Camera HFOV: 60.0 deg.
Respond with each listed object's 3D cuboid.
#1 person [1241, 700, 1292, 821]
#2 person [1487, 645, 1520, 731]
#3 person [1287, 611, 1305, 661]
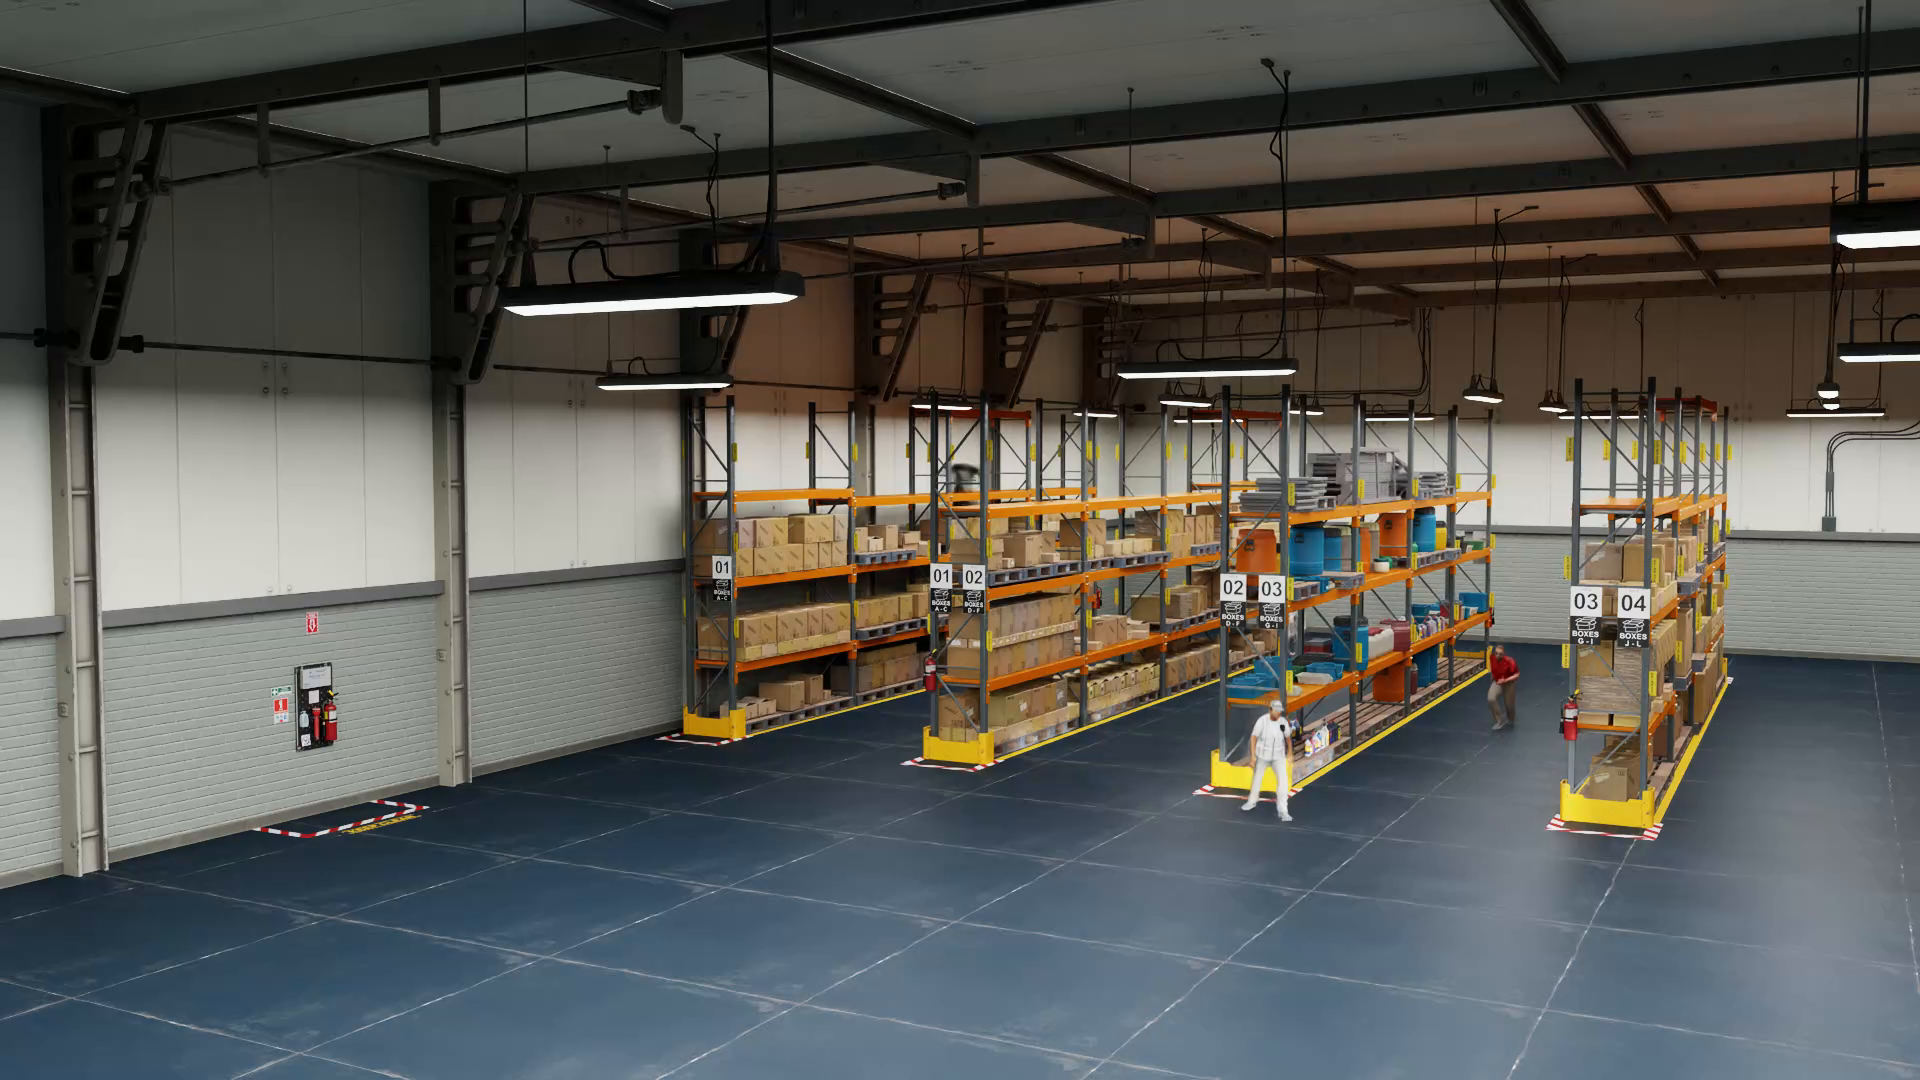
[{"bbox_3d":[4.259,2.993,22.915,0.653,1.613,0.875,0,3,-2],"label":"person"},{"bbox_3d":[9.861,2.639,30.048,0.648,1.551,1.121,2,4,37],"label":"person"},{"bbox_3d":[7.631,2.190,37.961,0.601,1.607,0.686,2,4,38],"label":"person"}]
